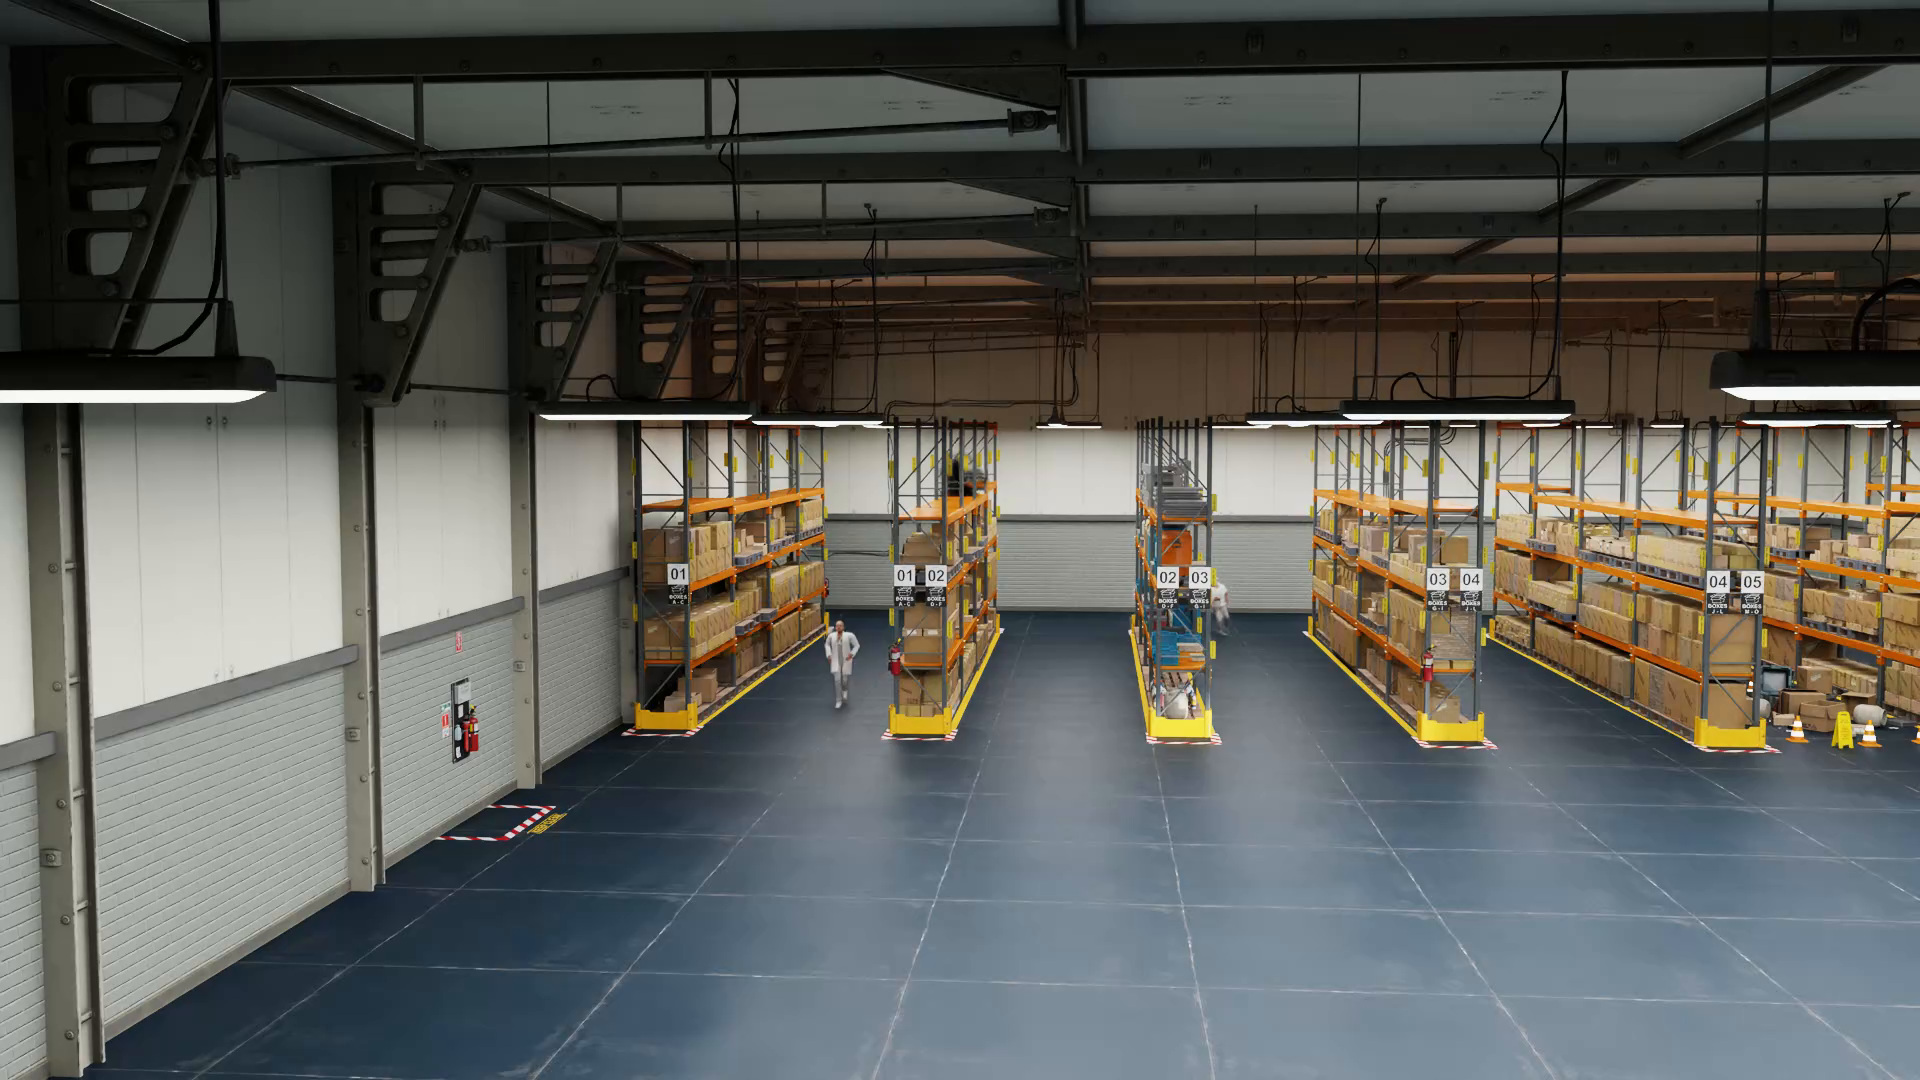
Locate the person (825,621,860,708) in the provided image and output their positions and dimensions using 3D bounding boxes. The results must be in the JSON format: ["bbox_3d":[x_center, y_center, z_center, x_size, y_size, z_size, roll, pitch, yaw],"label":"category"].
[{"bbox_3d":[-2.461,2.578,34.774,0.733,1.806,0.853,0,4,4],"label":"person"}]

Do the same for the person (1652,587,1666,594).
[{"bbox_3d":[19.949,1.787,47.256,0.824,1.747,0.661,1,4,17],"label":"person"}]

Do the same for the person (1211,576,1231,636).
[{"bbox_3d":[7.207,1.830,46.441,0.742,1.694,0.629,0,4,-6],"label":"person"}]
